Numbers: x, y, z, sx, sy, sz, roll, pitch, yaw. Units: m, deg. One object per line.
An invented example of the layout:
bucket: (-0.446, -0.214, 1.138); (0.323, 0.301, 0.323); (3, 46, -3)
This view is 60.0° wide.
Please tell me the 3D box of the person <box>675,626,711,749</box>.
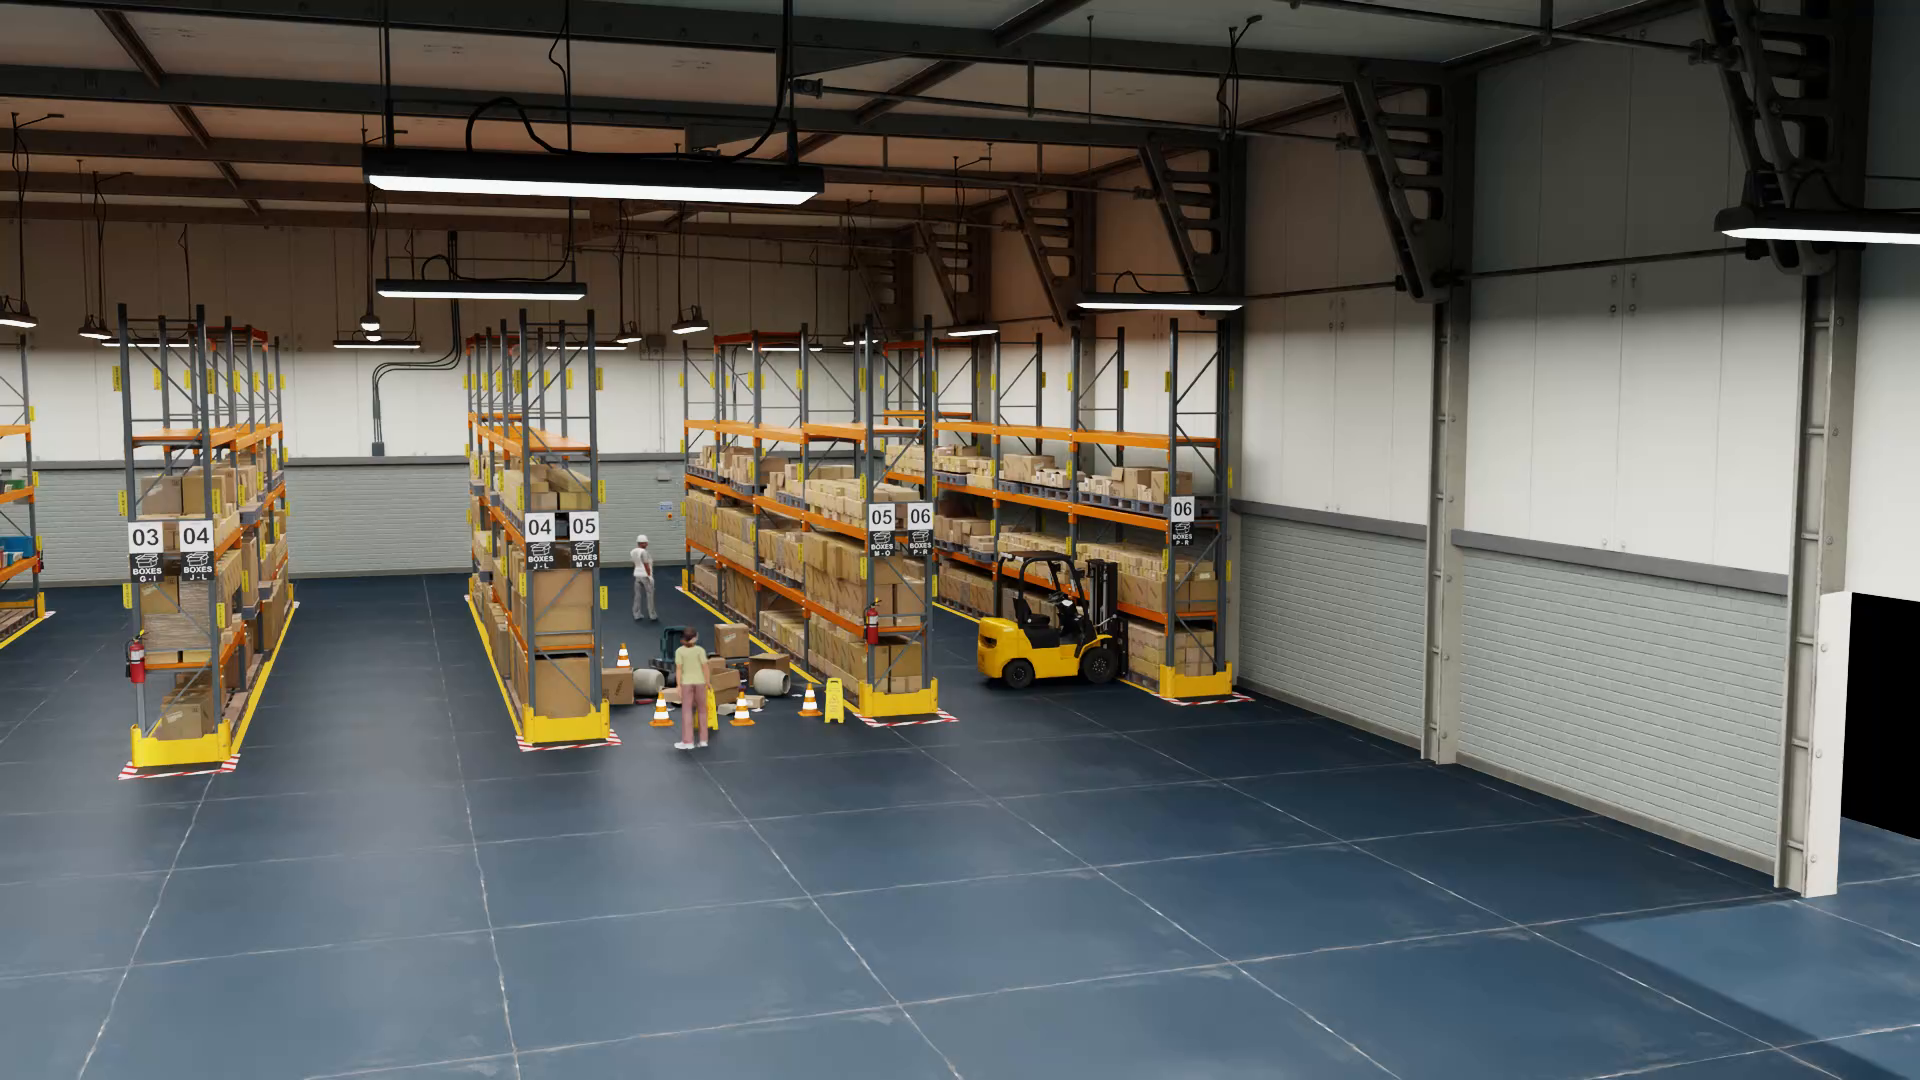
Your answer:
person: (-3.655, 2.023, 22.732); (0.505, 1.708, 0.376); (-1, 5, -8)

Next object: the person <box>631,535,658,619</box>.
person: (-6.662, 0.780, 35.093); (0.612, 1.783, 0.476); (3, 6, 30)
